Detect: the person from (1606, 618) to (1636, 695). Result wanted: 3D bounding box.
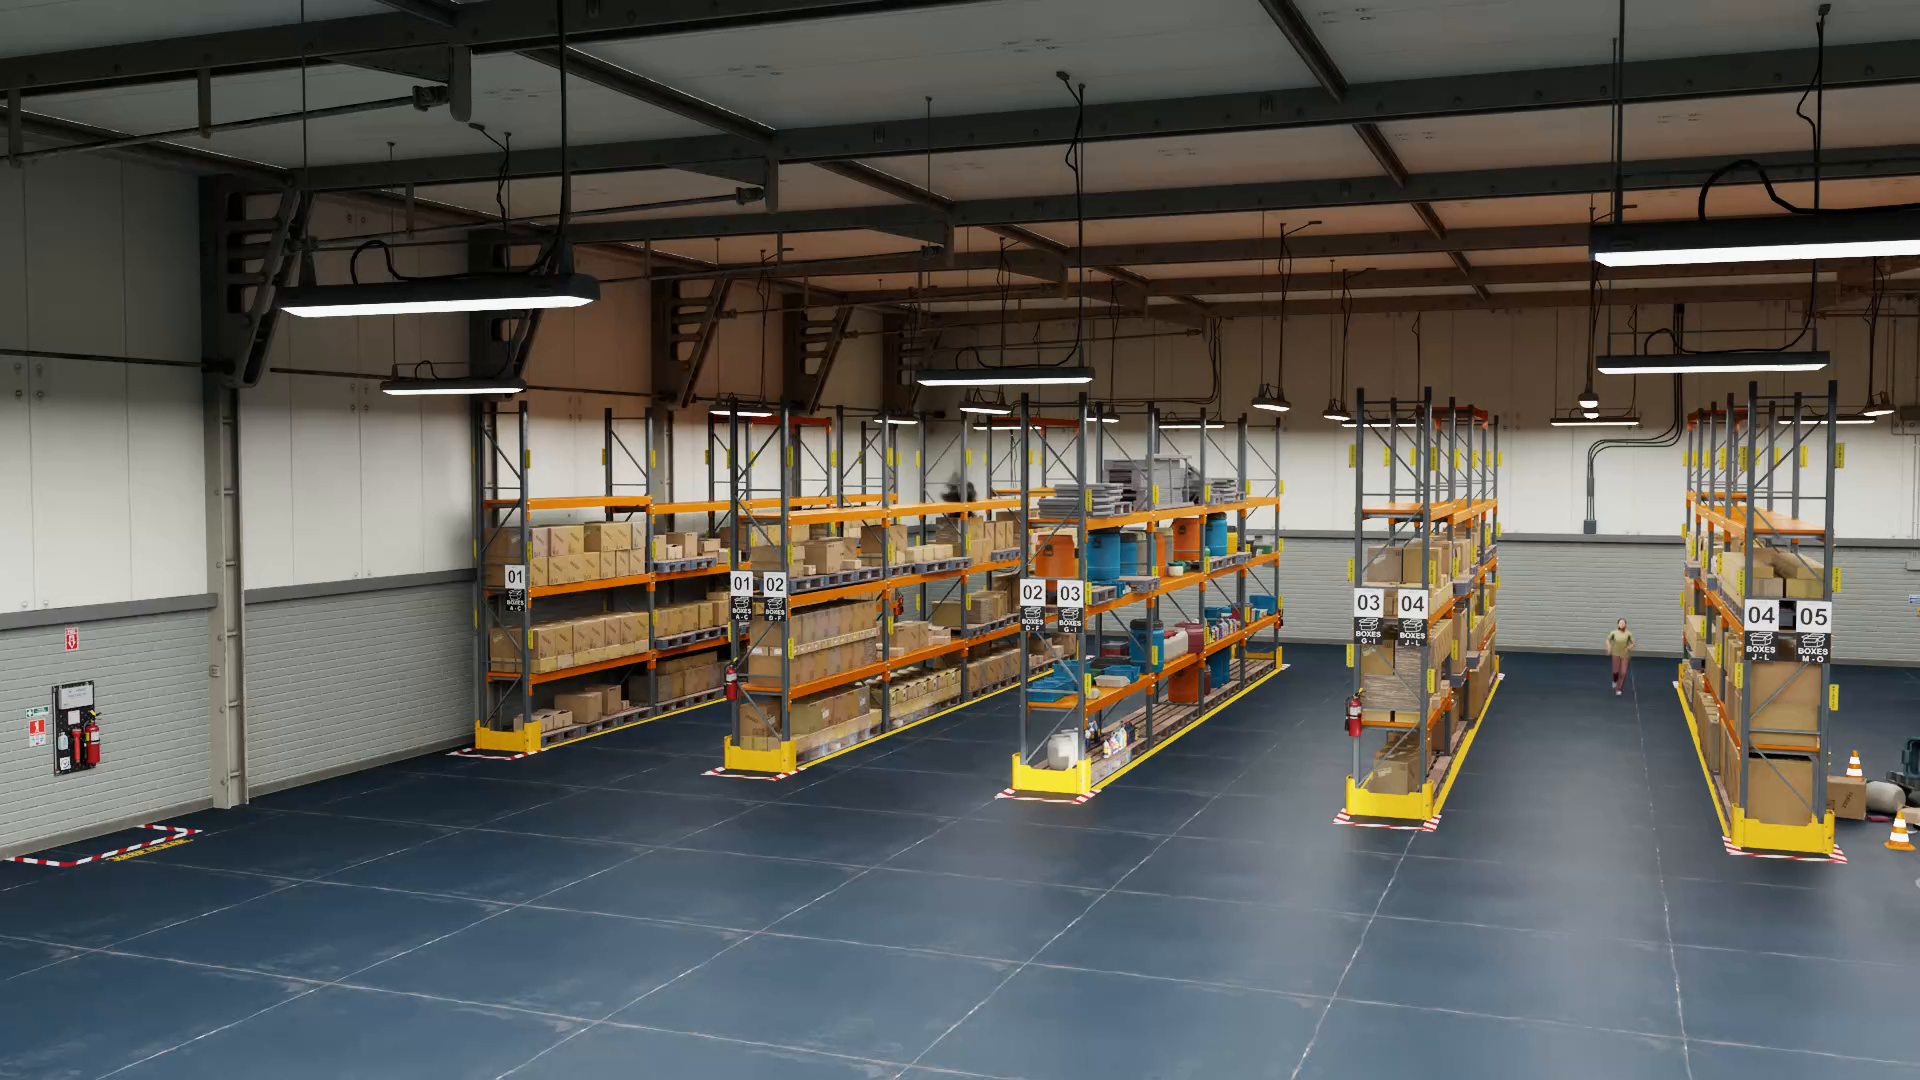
[{"bbox_3d":[14.021,2.478,35.282,0.578,1.631,0.548,1,3,20],"label":"person"}]
